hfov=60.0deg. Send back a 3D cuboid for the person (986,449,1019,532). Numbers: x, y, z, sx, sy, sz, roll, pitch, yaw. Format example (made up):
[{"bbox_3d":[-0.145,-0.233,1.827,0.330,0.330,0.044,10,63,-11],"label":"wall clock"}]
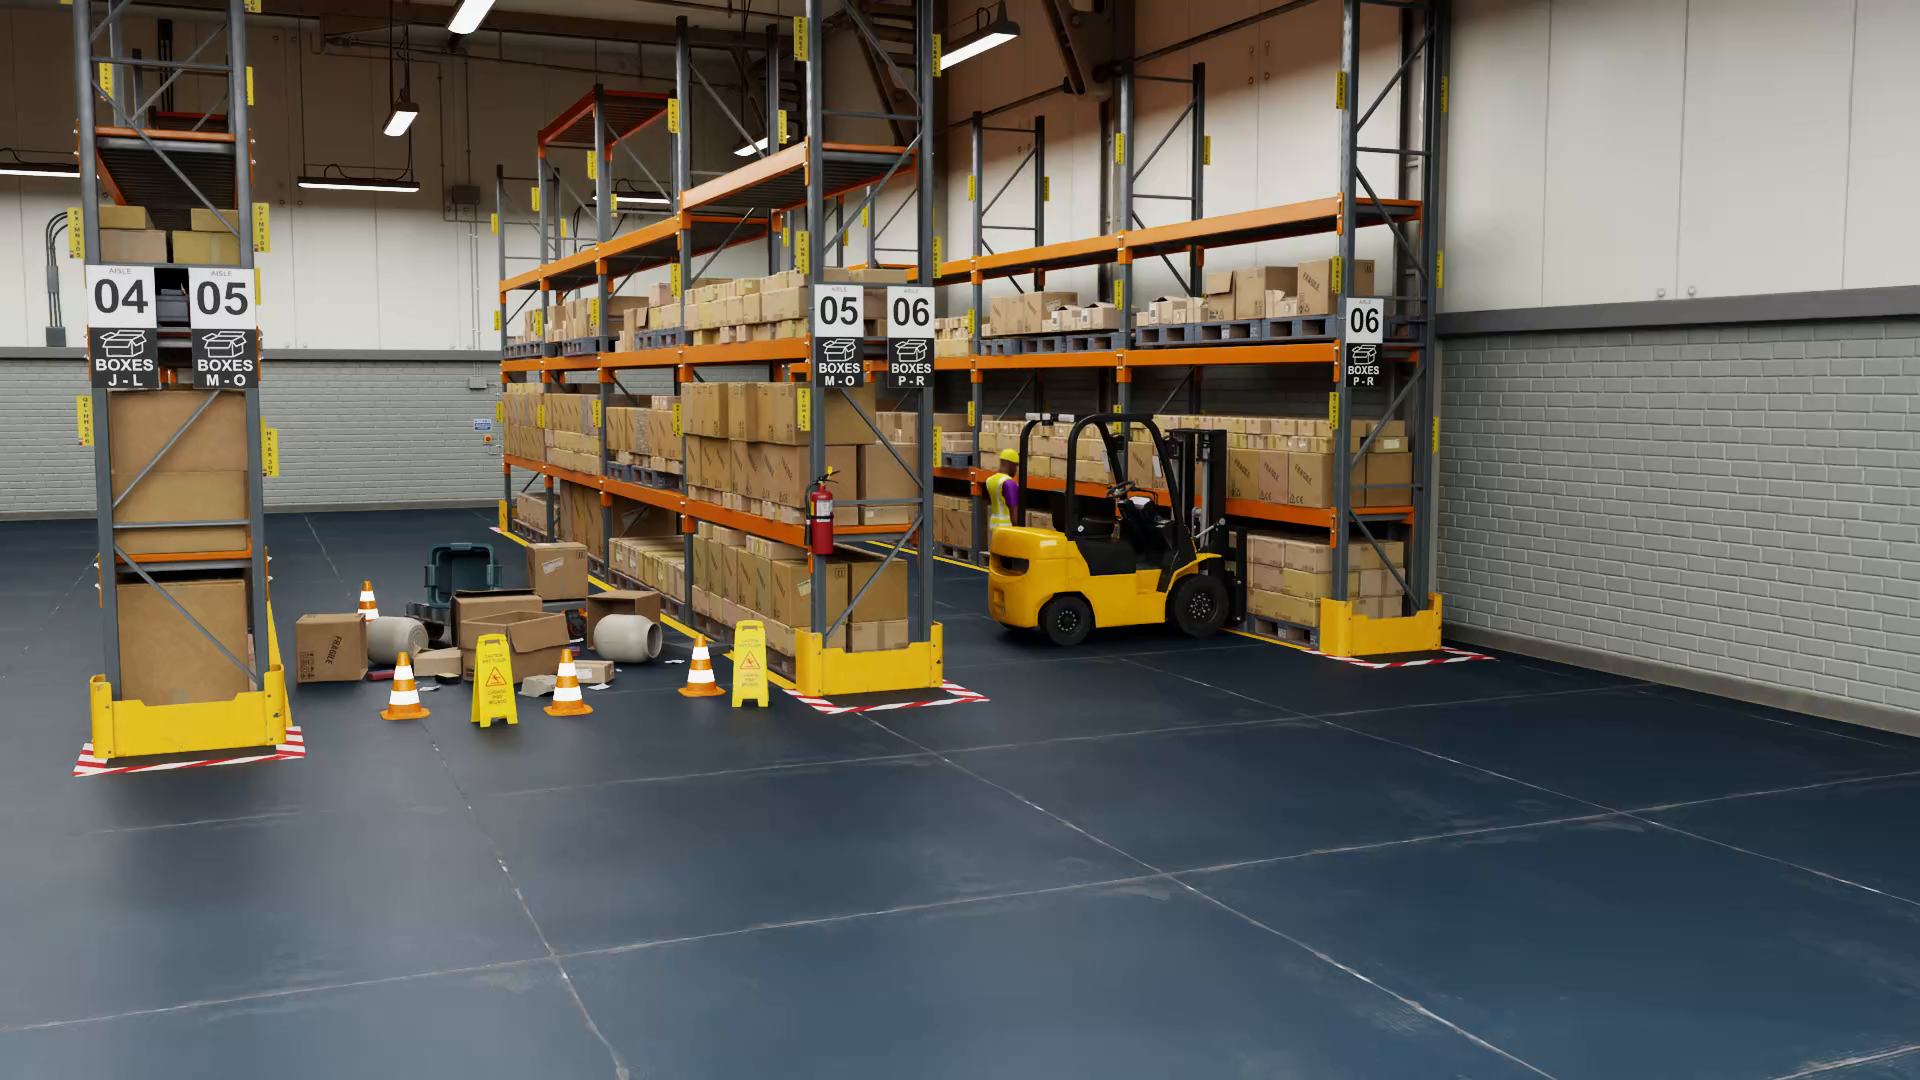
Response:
[{"bbox_3d":[0.498,-0.081,17.544,0.373,1.757,0.569,-2,6,-23],"label":"person"}]
